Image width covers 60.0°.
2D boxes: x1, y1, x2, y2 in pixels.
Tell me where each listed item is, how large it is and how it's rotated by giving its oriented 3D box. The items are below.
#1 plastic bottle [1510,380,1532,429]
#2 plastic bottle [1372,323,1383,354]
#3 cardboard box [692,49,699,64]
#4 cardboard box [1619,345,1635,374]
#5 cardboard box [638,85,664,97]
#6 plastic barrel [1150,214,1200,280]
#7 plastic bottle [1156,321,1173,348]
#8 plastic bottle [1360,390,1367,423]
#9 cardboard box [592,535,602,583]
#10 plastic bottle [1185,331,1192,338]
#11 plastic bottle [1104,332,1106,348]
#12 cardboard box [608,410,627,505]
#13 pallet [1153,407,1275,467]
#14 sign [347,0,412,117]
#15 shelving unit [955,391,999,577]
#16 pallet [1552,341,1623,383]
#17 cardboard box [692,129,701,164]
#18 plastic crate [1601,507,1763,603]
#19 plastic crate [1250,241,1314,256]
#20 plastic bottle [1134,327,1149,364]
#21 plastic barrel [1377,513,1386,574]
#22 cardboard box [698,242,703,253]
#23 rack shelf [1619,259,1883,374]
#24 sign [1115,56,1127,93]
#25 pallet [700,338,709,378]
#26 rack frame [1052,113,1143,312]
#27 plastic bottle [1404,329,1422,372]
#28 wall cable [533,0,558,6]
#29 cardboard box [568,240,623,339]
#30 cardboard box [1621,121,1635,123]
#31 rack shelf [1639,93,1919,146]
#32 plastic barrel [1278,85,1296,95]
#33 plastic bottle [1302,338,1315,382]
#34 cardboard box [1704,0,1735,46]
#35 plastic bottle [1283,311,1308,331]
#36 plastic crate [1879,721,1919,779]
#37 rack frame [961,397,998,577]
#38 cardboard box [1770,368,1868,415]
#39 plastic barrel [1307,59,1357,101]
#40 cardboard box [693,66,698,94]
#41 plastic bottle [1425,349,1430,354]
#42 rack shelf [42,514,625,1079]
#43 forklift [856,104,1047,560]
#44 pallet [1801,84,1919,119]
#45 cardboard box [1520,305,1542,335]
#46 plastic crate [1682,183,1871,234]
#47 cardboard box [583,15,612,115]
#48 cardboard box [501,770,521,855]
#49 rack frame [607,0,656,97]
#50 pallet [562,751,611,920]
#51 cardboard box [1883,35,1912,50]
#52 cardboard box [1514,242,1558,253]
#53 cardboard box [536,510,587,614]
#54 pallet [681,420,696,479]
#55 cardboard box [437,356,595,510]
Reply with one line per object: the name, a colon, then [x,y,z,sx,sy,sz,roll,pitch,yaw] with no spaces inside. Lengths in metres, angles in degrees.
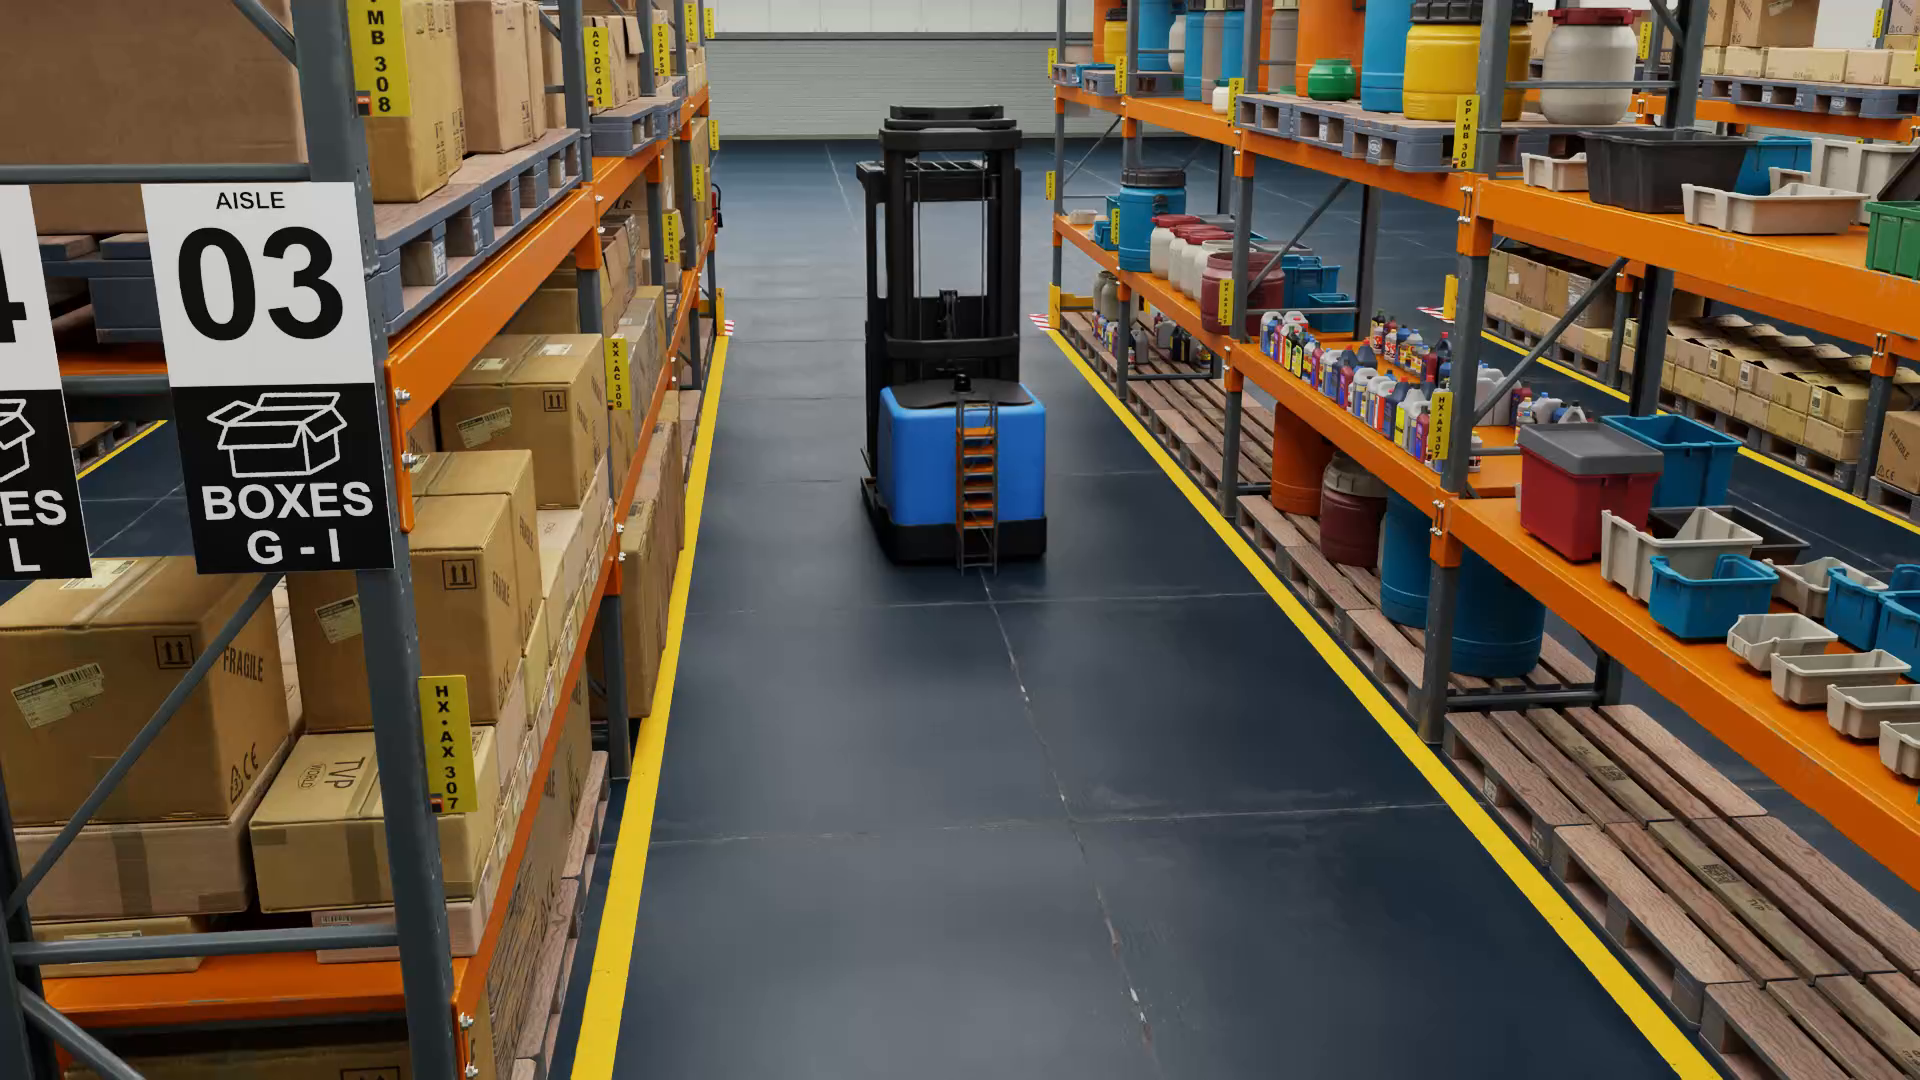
plastic bottle: [3.132,-0.759,9.281,0.061,0.283,0.133,-2,18,-6]
plastic bottle: [2.884,-1.382,11.403,0.097,0.201,0.097,0,17,0]
cardboard box: [-2.861,-4.939,16.977,0.380,0.149,0.250,-3,18,-8]
cardboard box: [6.735,-1.724,16.049,0.500,0.250,0.500,-2,18,-7]
cardboard box: [-2.297,-2.974,11.384,0.500,0.250,0.500,-1,17,-5]
plastic barrel: [1.893,-2.584,14.673,0.433,0.535,0.433,0,17,0]
plastic bottle: [2.134,-2.146,17.316,0.152,0.276,0.135,-2,18,-6]
plastic bottle: [2.332,-0.773,9.463,0.097,0.201,0.097,0,17,0]
cardboard box: [-1.679,0.079,6.836,0.380,0.149,0.250,-2,18,-7]
plastic bottle: [2.342,-2.010,16.761,0.144,0.351,0.185,-1,17,-4]
plastic bottle: [1.554,-2.105,17.312,0.097,0.201,0.097,0,17,0]
cardboard box: [-1.888,-0.467,7.990,0.500,0.500,0.500,-2,18,-5]
pallet: [2.261,-0.883,14.139,1.003,0.211,1.213,-2,18,-6]
sign: [-1.124,-0.984,3.204,0.100,0.325,0.005,-2,18,-6]
shelving unit: [0.110,-0.361,10.823,0.258,1.200,0.189,-3,18,-8]
pallet: [6.899,-1.871,17.283,1.003,0.211,1.213,-2,18,-6]
cardboard box: [-2.812,-3.764,16.327,0.500,0.500,0.500,-2,18,-6]
plastic crate: [2.812,0.061,6.572,0.437,0.282,0.530,-2,18,-6]
plastic crate: [2.562,-2.141,13.381,0.402,0.464,0.583,-2,18,-6]
plastic bottle: [1.802,-1.944,16.551,0.144,0.351,0.185,-2,18,-6]
plastic barrel: [2.756,0.015,10.075,0.421,0.512,0.421,0,17,0]
cardboard box: [-2.724,-2.910,16.357,0.380,0.149,0.250,-2,18,-6]
rack shelf: [7.146,-2.024,14.317,1.077,0.370,4.000,-2,18,-6]
sign: [1.464,-4.233,15.129,0.100,0.325,0.005,-2,18,-6]
pallet: [-3.148,-1.891,17.347,1.003,0.211,1.213,-2,18,-6]
rack frame: [1.600,-4.003,19.419,1.000,3.000,0.127,-2,18,-6]
plastic bottle: [2.948,-1.231,10.804,0.097,0.271,0.097,0,17,0]
wall cable: [-11.584,-17.784,47.622,2.305,6.003,0.169,-2,18,-6]
cardboard box: [-2.302,-1.380,9.224,0.797,0.503,0.637,-1,17,-4]
cardboard box: [6.732,-4.210,17.747,0.700,0.500,0.500,-2,18,-6]
rack shelf: [7.146,-3.455,13.867,1.077,0.370,4.000,-2,18,-6]
plastic barrel: [2.348,-3.048,11.630,0.294,0.245,0.294,0,17,0]
plastic bottle: [2.218,-1.137,10.506,0.097,0.271,0.097,0,17,0]
cardboard box: [6.964,-4.696,14.916,0.500,0.500,0.500,-2,17,-5]
plastic bottle: [2.299,-1.426,11.418,0.152,0.276,0.135,-2,18,-6]
plastic crate: [2.986,0.624,5.022,0.396,0.136,0.243,-2,18,-6]
rack frame: [0.124,-0.334,10.737,0.240,1.200,0.006,-3,18,-8]
cardboard box: [6.993,-1.230,13.541,0.500,0.311,0.500,-2,18,-6]
plastic barrel: [2.305,-2.854,10.310,0.294,0.245,0.294,0,17,0]
cardboard box: [-2.806,-4.465,16.135,0.500,0.250,0.500,-2,18,-8]
plastic bottle: [2.979,-1.110,10.538,0.097,0.201,0.097,0,17,0]
rack shelf: [-1.883,0.665,5.753,1.077,0.370,4.000,-2,18,-6]
forklift: [-0.153,-1.663,12.082,1.130,2.935,3.031,-3,18,-8]
pallet: [7.193,-3.312,12.525,1.213,0.211,1.003,-1,17,-3]
cardboard box: [6.514,-2.430,18.297,0.500,0.250,0.500,-2,18,-6]
plastic crate: [2.790,-1.149,5.762,0.437,0.136,0.530,-2,18,-6]
cardboard box: [-2.270,-2.539,8.875,0.797,0.503,0.637,-2,18,-6]
cardboard box: [-1.440,0.768,4.641,0.380,0.149,0.250,-2,18,-7]
rack frame: [-2.502,-4.328,10.441,1.000,3.000,0.127,-2,18,-6]
pallet: [-2.089,1.285,7.232,1.003,0.211,1.213,-2,18,-6]
cardboard box: [11.240,-5.690,19.585,0.500,0.500,0.500,-1,17,-4]
cardboard box: [6.878,-3.250,19.660,0.500,0.500,0.500,-2,18,-6]
cardboard box: [-1.674,0.085,6.153,0.500,0.250,0.500,-1,17,-5]
pallet: [-2.704,-0.731,13.654,1.003,0.211,1.213,-2,18,-6]
cardboard box: [-1.728,-0.425,6.523,0.500,0.500,0.500,-2,18,-5]
